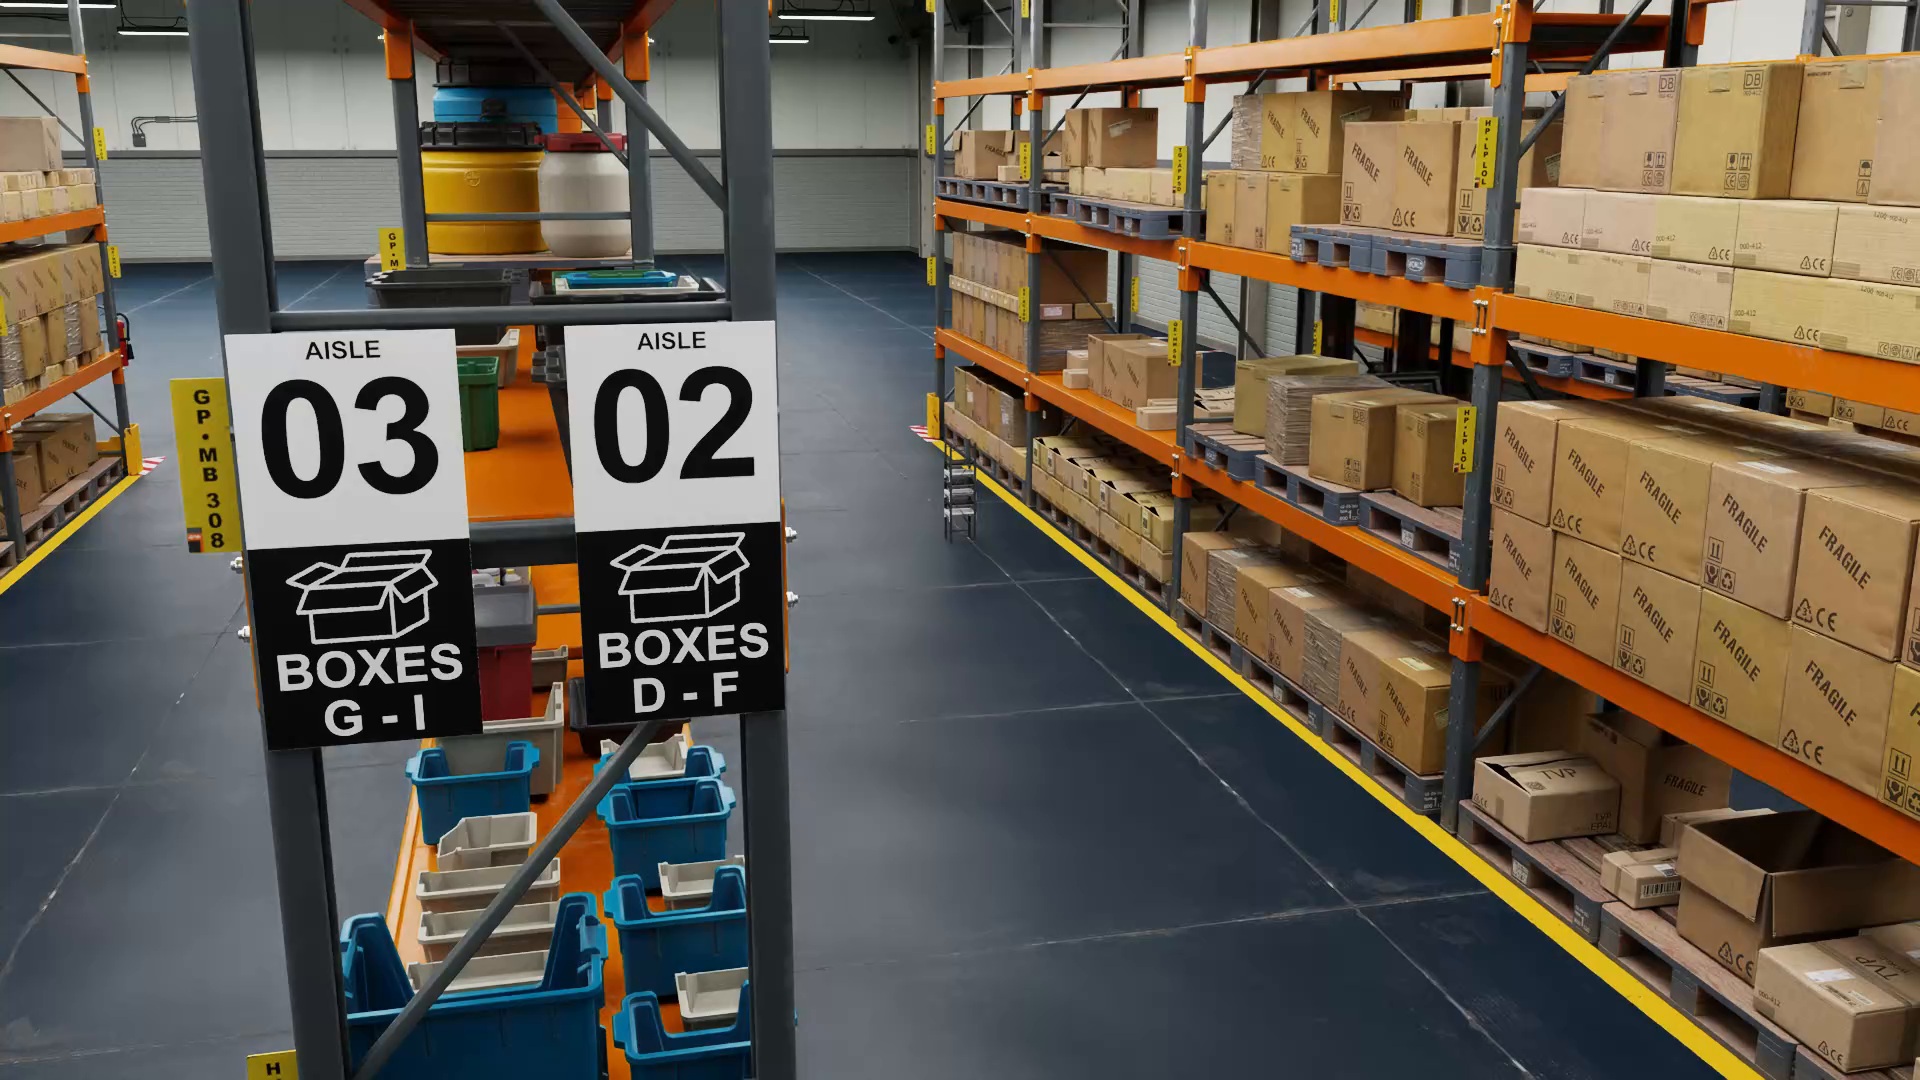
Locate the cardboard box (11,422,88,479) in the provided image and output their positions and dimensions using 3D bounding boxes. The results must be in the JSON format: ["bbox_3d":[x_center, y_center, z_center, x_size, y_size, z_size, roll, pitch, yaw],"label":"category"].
[{"bbox_3d":[-9.121,-0.888,16.622,0.500,0.500,0.500,0,14,2],"label":"cardboard box"}]

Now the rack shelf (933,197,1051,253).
[{"bbox_3d":[0.675,-3.376,17.623,1.077,0.370,4.000,-3,14,-13],"label":"rack shelf"}]

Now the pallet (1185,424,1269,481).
[{"bbox_3d":[2.312,-0.639,11.627,1.213,0.211,1.003,-3,14,-13],"label":"pallet"}]

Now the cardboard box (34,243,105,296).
[{"bbox_3d":[-9.055,-2.745,16.896,0.500,0.500,0.500,-3,14,-13],"label":"cardboard box"}]

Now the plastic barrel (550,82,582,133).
[{"bbox_3d":[-2.601,-2.348,10.108,0.600,0.830,0.708,-3,14,-13],"label":"plastic barrel"}]

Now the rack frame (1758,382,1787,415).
[{"bbox_3d":[6.899,-1.162,13.361,1.000,3.000,0.127,-3,14,-13],"label":"rack frame"}]

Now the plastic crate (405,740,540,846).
[{"bbox_3d":[-1.584,0.829,5.441,0.416,0.233,0.300,-3,14,-13],"label":"plastic crate"}]

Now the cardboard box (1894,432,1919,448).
[{"bbox_3d":[7.030,-0.725,12.063,0.380,0.149,0.250,-3,14,-12],"label":"cardboard box"}]

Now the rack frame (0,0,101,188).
[{"bbox_3d":[-9.425,-5.093,16.813,1.000,3.000,0.127,-3,14,-13],"label":"rack frame"}]

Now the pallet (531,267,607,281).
[{"bbox_3d":[-2.340,-1.489,8.779,1.003,0.211,1.213,-3,14,-13],"label":"pallet"}]

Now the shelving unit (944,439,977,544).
[{"bbox_3d":[0.002,-0.435,14.813,0.258,0.900,0.210,-3,14,-13],"label":"shelving unit"}]

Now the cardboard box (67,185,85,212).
[{"bbox_3d":[-8.944,-3.351,16.319,0.500,0.250,0.500,-3,14,-13],"label":"cardboard box"}]

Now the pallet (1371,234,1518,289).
[{"bbox_3d":[2.939,-1.482,8.749,1.213,0.211,1.003,-3,14,-13],"label":"pallet"}]

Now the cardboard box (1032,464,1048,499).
[{"bbox_3d":[0.999,-0.569,15.844,0.500,0.250,0.500,-4,14,-15],"label":"cardboard box"}]

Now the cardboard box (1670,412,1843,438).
[{"bbox_3d":[3.517,-0.276,7.419,0.500,0.500,0.500,-4,14,-14],"label":"cardboard box"}]

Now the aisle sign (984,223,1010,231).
[{"bbox_3d":[0.476,-4.025,19.602,0.394,0.787,0.004,-3,14,-13],"label":"aisle sign"}]

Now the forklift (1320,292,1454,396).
[{"bbox_3d":[3.600,-1.160,13.497,1.130,2.935,3.031,-4,14,-15],"label":"forklift"}]

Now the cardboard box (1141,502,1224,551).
[{"bbox_3d":[1.722,-0.132,12.876,0.500,0.311,0.500,-3,14,-12],"label":"cardboard box"}]

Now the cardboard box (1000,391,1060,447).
[{"bbox_3d":[0.717,-1.251,17.055,0.500,0.500,0.500,-3,14,-13],"label":"cardboard box"}]

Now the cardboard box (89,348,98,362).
[{"bbox_3d":[-8.990,-1.890,16.873,0.380,0.149,0.250,-3,14,-13],"label":"cardboard box"}]

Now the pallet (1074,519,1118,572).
[{"bbox_3d":[1.646,-0.003,14.495,1.003,0.211,1.213,-3,14,-13],"label":"pallet"}]

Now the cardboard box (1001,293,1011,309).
[{"bbox_3d":[0.636,-2.457,17.085,0.380,0.149,0.250,-3,14,-13],"label":"cardboard box"}]

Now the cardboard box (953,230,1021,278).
[{"bbox_3d":[0.315,-3.288,19.122,0.700,0.500,0.500,-3,14,-13],"label":"cardboard box"}]

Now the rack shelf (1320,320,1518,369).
[{"bbox_3d":[5.489,-2.196,19.112,1.077,0.370,4.000,-3,14,-13],"label":"rack shelf"}]

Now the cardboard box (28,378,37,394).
[{"bbox_3d":[-8.443,-1.372,14.752,0.380,0.149,0.250,-3,14,-13],"label":"cardboard box"}]

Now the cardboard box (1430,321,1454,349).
[{"bbox_3d":[5.444,-2.229,18.004,0.500,0.250,0.500,-3,14,-13],"label":"cardboard box"}]

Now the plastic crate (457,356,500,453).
[{"bbox_3d":[-1.362,-0.330,4.082,0.450,0.188,0.336,-3,14,-13],"label":"plastic crate"}]

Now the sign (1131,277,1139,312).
[{"bbox_3d":[1.670,-2.364,16.010,0.100,0.325,0.005,-3,14,-13],"label":"sign"}]

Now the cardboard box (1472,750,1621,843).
[{"bbox_3d":[2.912,1.239,8.272,0.500,0.311,0.500,-3,14,-13],"label":"cardboard box"}]

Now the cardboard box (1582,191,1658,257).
[{"bbox_3d":[3.016,-1.348,7.066,0.500,0.250,0.500,-3,14,-13],"label":"cardboard box"}]

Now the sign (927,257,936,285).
[{"bbox_3d":[-0.335,-3.160,19.549,0.100,0.325,0.005,-3,14,-13],"label":"sign"}]

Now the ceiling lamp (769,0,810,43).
[{"bbox_3d":[-4.935,-14.397,42.594,2.000,3.185,0.800,-3,14,-13],"label":"ceiling lamp"}]

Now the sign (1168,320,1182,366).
[{"bbox_3d":[1.546,-1.415,11.961,0.100,0.325,0.005,-3,14,-13],"label":"sign"}]

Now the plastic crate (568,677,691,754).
[{"bbox_3d":[-1.268,0.661,6.354,0.437,0.125,0.590,-3,14,-13],"label":"plastic crate"}]

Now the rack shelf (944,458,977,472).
[{"bbox_3d":[0.002,-0.665,14.756,0.258,0.077,0.200,-3,14,-13],"label":"rack shelf"}]

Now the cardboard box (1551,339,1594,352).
[{"bbox_3d":[6.170,-2.098,16.057,0.700,0.500,0.500,-2,14,-7],"label":"cardboard box"}]

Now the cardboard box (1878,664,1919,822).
[{"bbox_3d":[3.468,0.705,5.512,0.500,0.500,0.500,-3,14,-13],"label":"cardboard box"}]

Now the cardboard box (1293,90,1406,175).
[{"bbox_3d":[2.420,-2.540,10.365,0.500,0.500,0.500,-3,14,-13],"label":"cardboard box"}]

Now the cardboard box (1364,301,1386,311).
[{"bbox_3d":[5.061,-2.947,19.364,0.500,0.500,0.500,-4,14,-15],"label":"cardboard box"}]

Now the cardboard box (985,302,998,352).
[{"bbox_3d":[0.669,-2.313,17.865,0.700,0.500,0.500,-3,14,-11],"label":"cardboard box"}]

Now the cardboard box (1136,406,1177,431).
[{"bbox_3d":[1.605,-0.955,13.044,0.380,0.149,0.250,-3,14,-13],"label":"cardboard box"}]

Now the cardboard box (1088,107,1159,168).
[{"bbox_3d":[1.408,-3.485,14.404,0.500,0.500,0.500,-2,14,-8],"label":"cardboard box"}]

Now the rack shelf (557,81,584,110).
[{"bbox_3d":[-4.140,-4.364,16.188,1.077,0.370,4.000,-3,14,-13],"label":"rack shelf"}]

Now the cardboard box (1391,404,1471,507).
[{"bbox_3d":[2.907,-0.491,9.522,0.700,0.500,0.500,-1,14,-4],"label":"cardboard box"}]

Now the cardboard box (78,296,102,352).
[{"bbox_3d":[-9.088,-2.135,16.508,0.875,0.500,0.500,-3,14,-13],"label":"cardboard box"}]

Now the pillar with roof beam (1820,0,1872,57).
[{"bbox_3d":[3.250,-4.184,13.092,9.100,9.000,0.400,-3,14,-13],"label":"pillar with roof beam"}]

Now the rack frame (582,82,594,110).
[{"bbox_3d":[-3.671,-4.446,14.166,1.000,3.000,0.127,-3,14,-13],"label":"rack frame"}]

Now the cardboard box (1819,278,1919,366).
[{"bbox_3d":[3.349,-0.758,5.704,0.500,0.250,0.500,-3,14,-13],"label":"cardboard box"}]

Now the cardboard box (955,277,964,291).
[{"bbox_3d":[0.153,-2.931,19.025,0.380,0.149,0.250,-4,14,-15],"label":"cardboard box"}]

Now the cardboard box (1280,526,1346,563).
[{"bbox_3d":[2.550,-0.033,11.501,0.500,0.250,0.500,-3,14,-11],"label":"cardboard box"}]

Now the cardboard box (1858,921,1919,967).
[{"bbox_3d":[3.876,1.711,6.470,0.500,0.250,0.500,-3,14,-13],"label":"cardboard box"}]

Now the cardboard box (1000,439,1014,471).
[{"bbox_3d":[0.716,-0.886,17.144,0.500,0.250,0.500,-3,14,-13],"label":"cardboard box"}]

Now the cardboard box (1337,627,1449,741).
[{"bbox_3d":[2.521,0.826,9.564,0.500,0.500,0.500,-3,14,-13],"label":"cardboard box"}]

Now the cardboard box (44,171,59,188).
[{"bbox_3d":[-8.758,-3.410,15.719,0.380,0.149,0.250,-4,14,-16],"label":"cardboard box"}]
